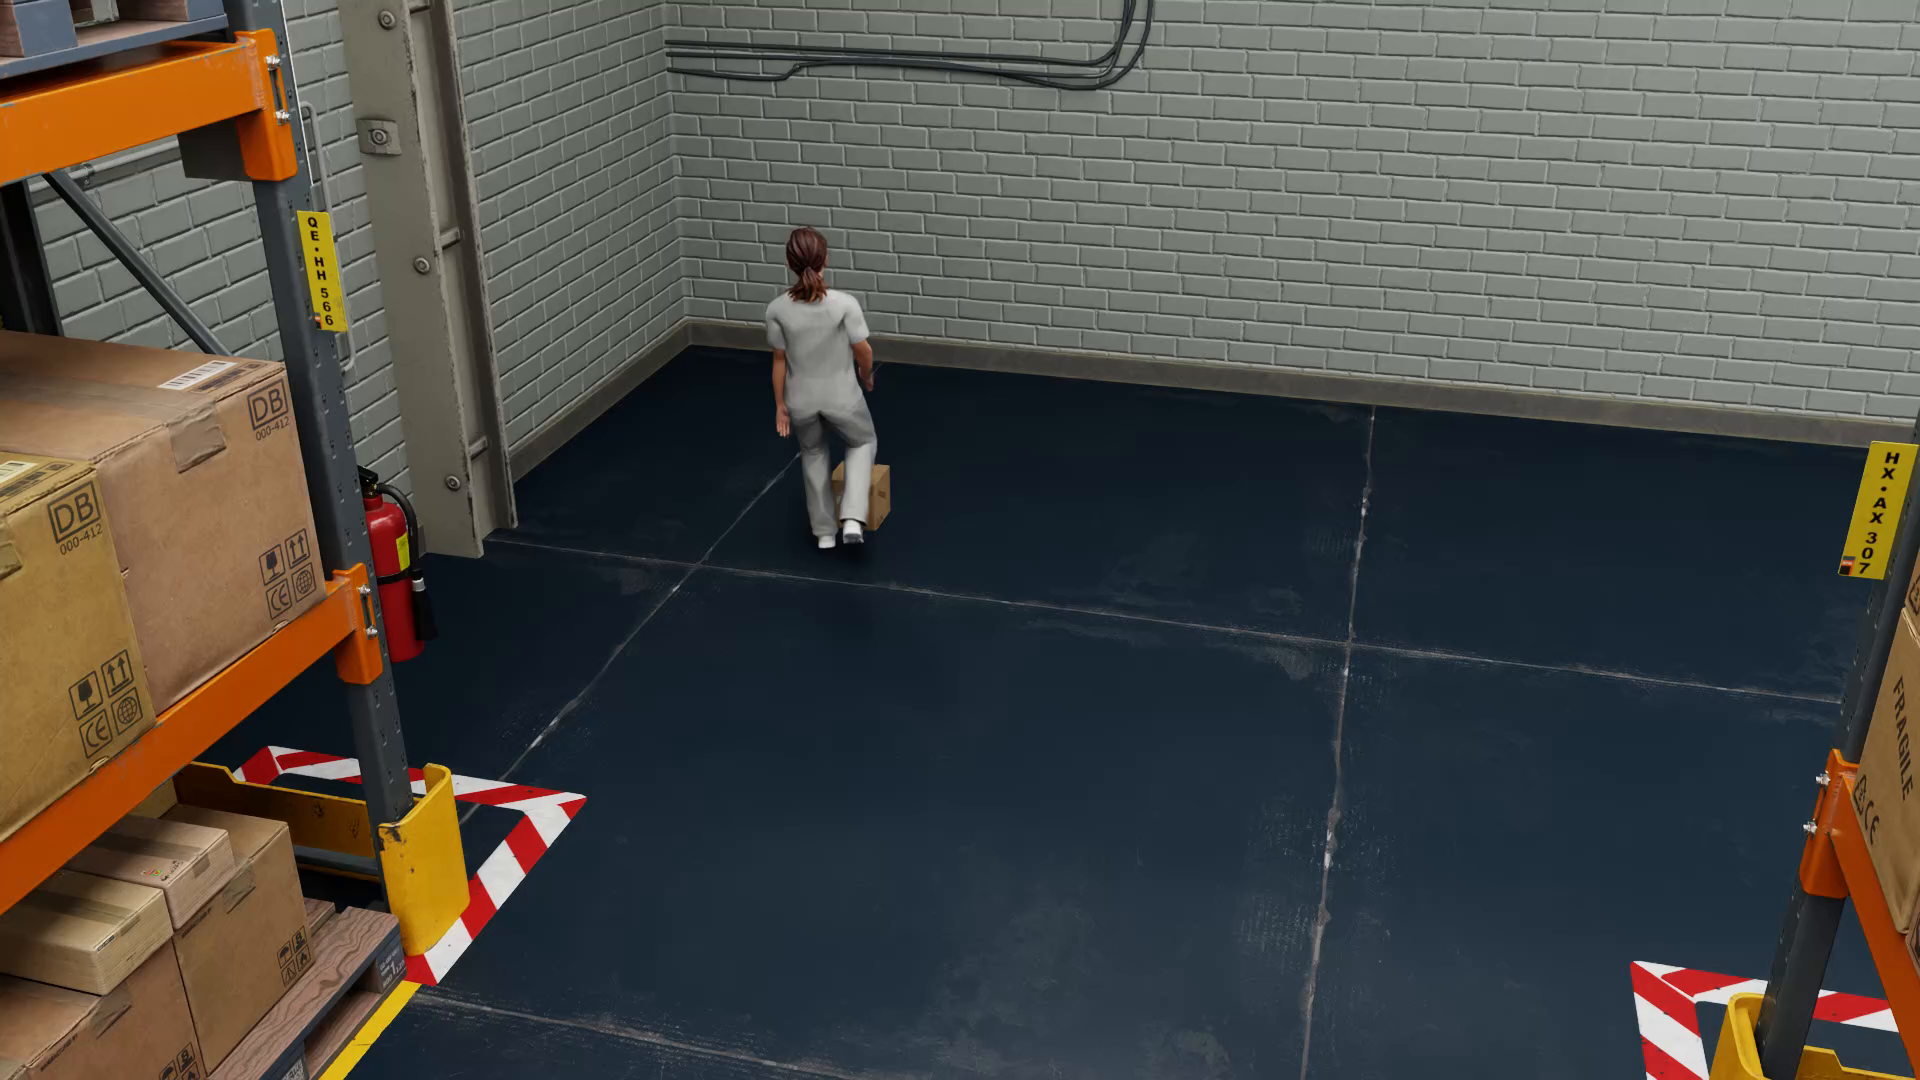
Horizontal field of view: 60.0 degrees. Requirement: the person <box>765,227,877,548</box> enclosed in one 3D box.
[{"bbox_3d":[-0.617,-0.665,7.595,0.460,1.618,0.626,1,25,2],"label":"person"}]
